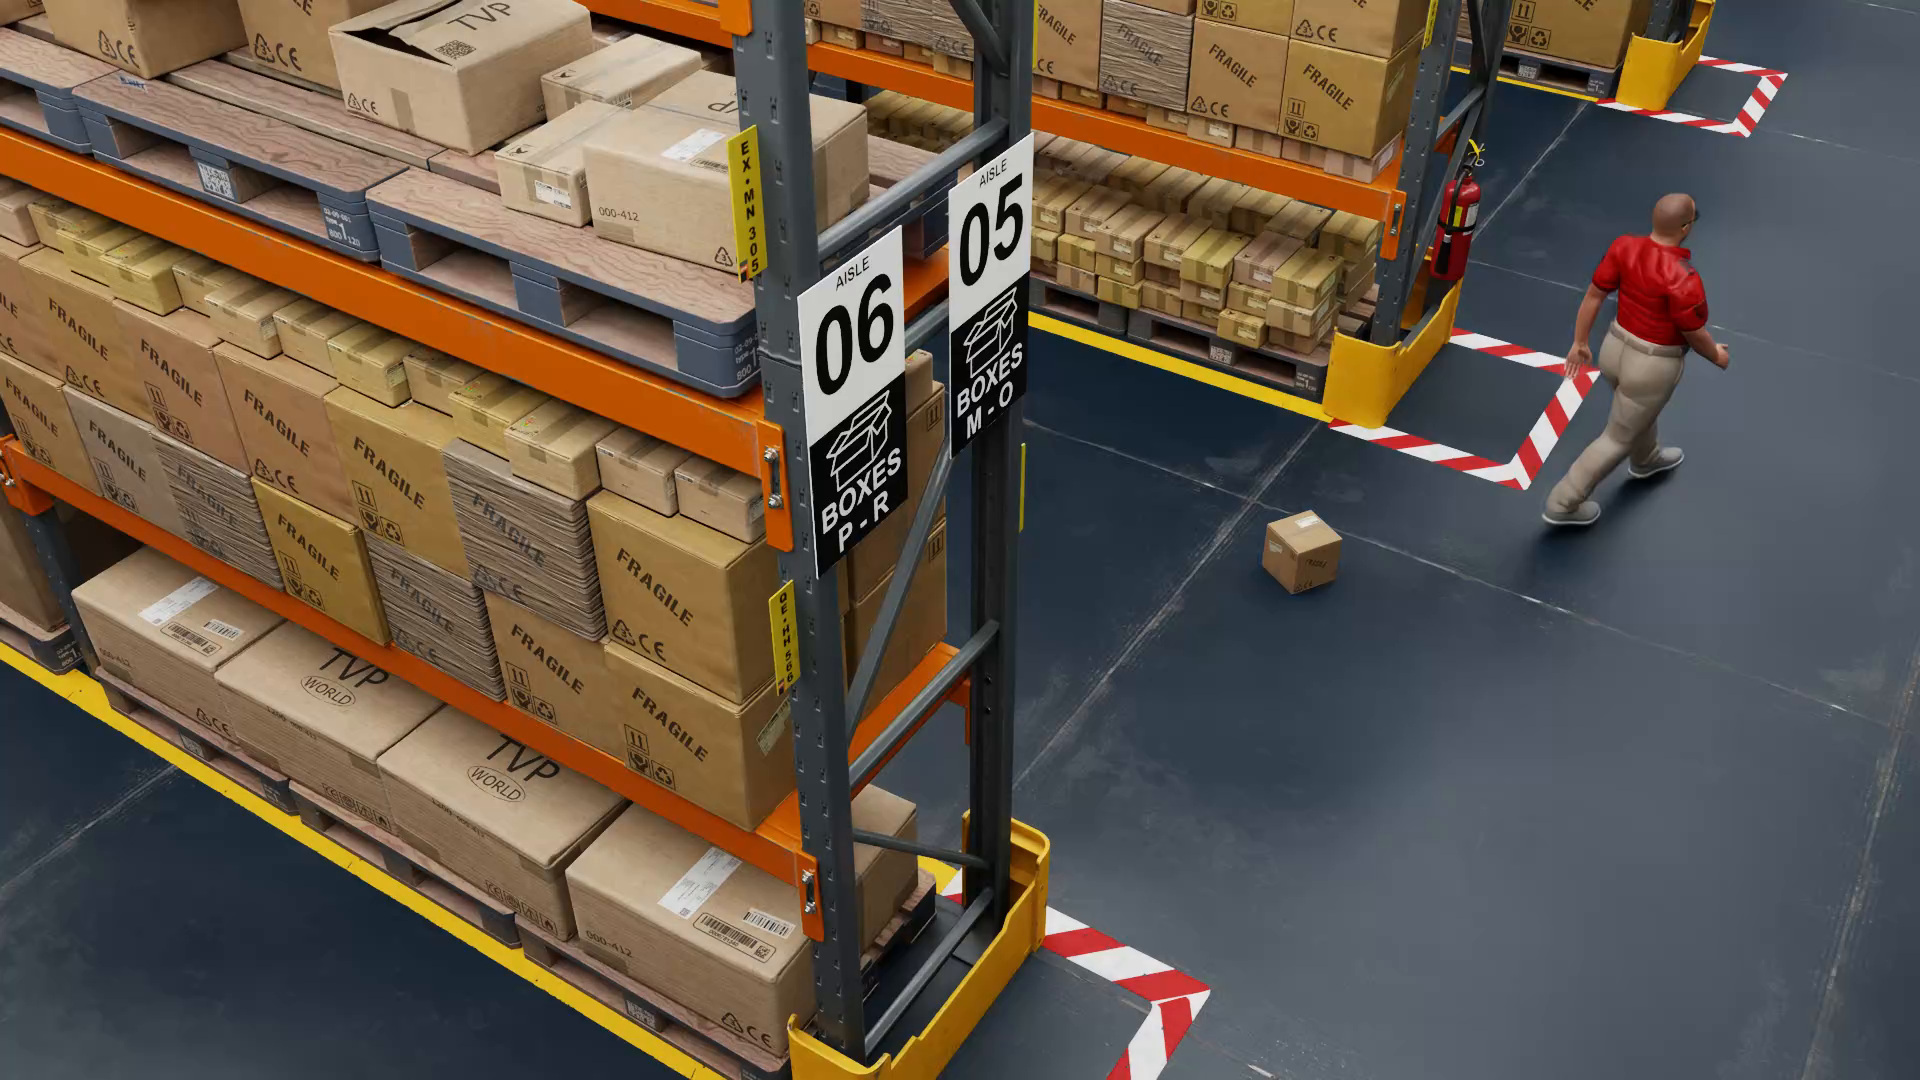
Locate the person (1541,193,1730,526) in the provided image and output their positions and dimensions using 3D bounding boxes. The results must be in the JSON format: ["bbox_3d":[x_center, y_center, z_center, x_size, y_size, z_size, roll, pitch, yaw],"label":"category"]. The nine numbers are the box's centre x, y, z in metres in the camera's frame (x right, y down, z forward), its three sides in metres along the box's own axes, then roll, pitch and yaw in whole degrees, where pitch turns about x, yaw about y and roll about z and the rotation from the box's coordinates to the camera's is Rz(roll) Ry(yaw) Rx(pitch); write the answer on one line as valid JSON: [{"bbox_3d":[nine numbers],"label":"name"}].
[{"bbox_3d":[3.272,-0.875,7.801,1.013,1.661,0.555,-13,40,-16],"label":"person"}]
